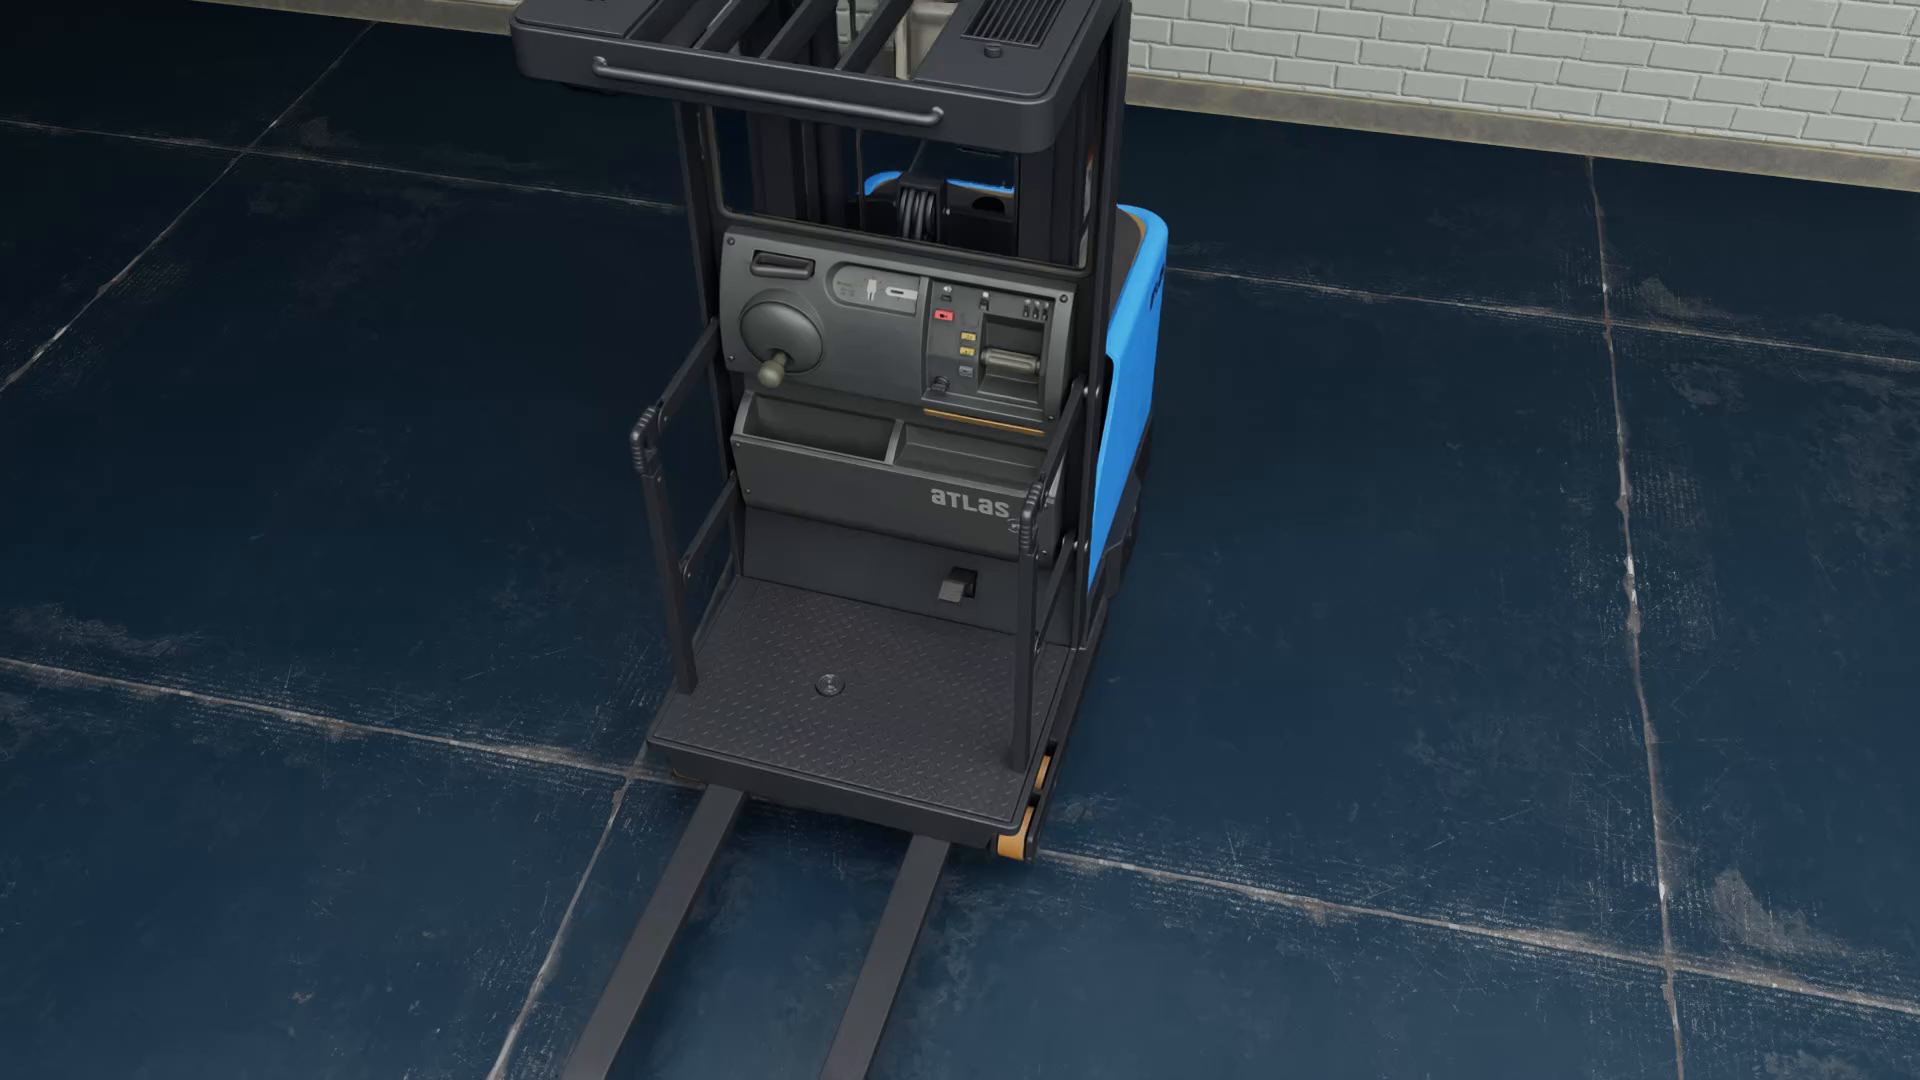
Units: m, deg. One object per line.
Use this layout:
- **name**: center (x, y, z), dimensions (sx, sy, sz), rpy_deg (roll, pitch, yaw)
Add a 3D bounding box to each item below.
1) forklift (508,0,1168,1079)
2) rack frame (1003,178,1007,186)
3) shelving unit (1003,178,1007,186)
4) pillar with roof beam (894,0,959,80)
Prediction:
- **forklift**: center (-0.232, -0.449, 4.103), dimensions (1.130, 2.935, 3.031), rpy_deg (12, 45, 12)
- **rack frame**: center (0.124, -0.848, 5.981), dimensions (0.006, 0.900, 0.240), rpy_deg (12, 45, 12)
- **shelving unit**: center (0.221, -0.827, 5.960), dimensions (0.210, 0.900, 0.258), rpy_deg (12, 45, 12)
- **pillar with roof beam**: center (-1.017, -2.451, 1.807), dimensions (0.400, 9.000, 9.100), rpy_deg (9, 45, 9)
